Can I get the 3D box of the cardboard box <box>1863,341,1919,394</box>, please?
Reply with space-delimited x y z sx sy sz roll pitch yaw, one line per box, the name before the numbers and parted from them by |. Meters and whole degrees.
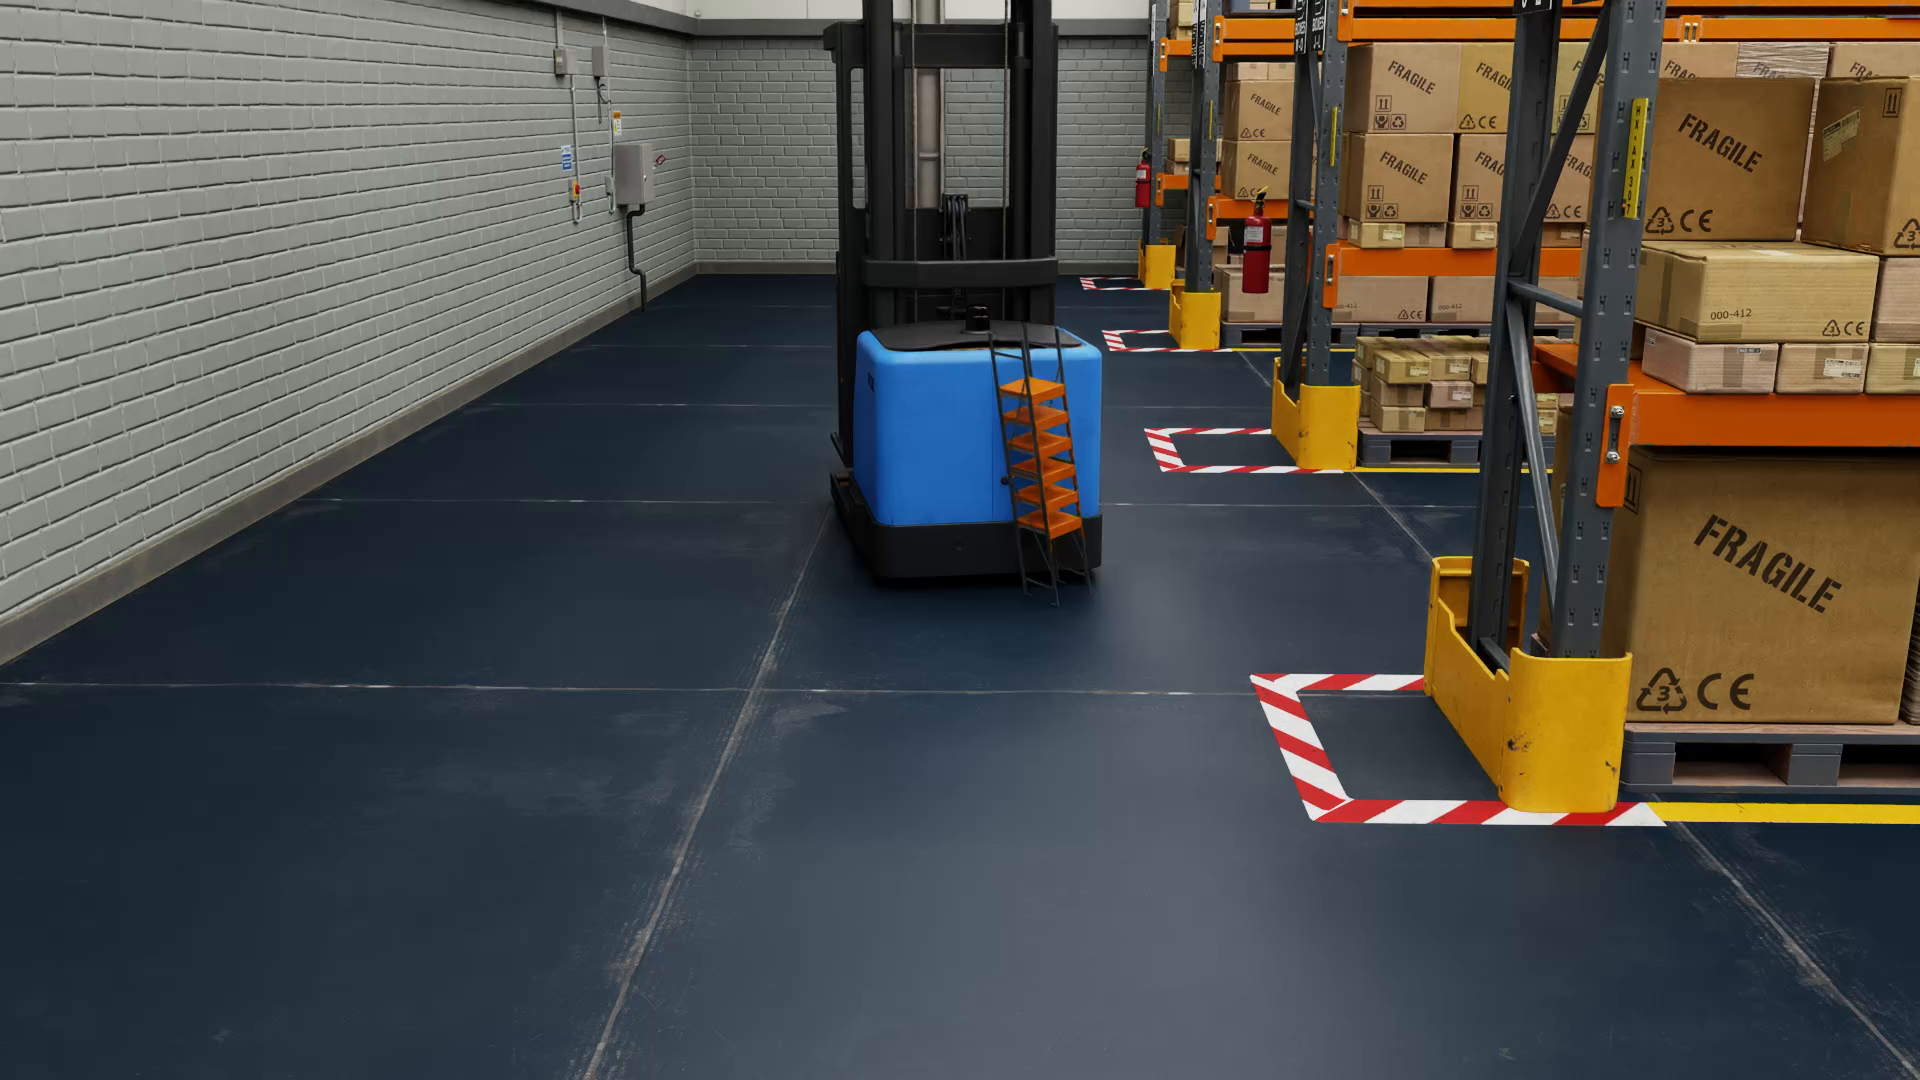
cardboard box | 2.772 -0.544 5.015 0.250 0.149 0.380 0 15 0

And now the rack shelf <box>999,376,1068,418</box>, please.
rack shelf | 0.303 -0.610 7.048 0.180 0.103 0.258 -21 24 -31

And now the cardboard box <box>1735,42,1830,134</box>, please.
cardboard box | 4.634 -2.612 9.621 0.500 0.500 0.500 1 15 3

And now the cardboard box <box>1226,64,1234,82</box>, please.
cardboard box | 2.530 -4.176 14.863 0.250 0.149 0.380 1 15 2

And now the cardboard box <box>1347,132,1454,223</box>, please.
cardboard box | 2.582 -2.138 9.785 0.500 0.500 0.500 1 15 4

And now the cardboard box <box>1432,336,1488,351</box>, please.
cardboard box | 3.188 -1.207 10.635 0.250 0.149 0.380 0 15 0

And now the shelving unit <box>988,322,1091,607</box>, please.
shelving unit | 0.347 -0.317 7.158 0.189 1.200 0.258 -21 24 -31

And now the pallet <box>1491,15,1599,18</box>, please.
pallet | 5.347 -4.672 14.461 1.213 0.211 1.003 0 15 1

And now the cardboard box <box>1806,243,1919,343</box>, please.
cardboard box | 2.906 -0.753 5.024 0.500 0.250 0.500 0 15 1

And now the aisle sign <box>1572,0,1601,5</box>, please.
aisle sign | 1.833 -1.936 4.702 0.004 0.787 0.394 0 15 1

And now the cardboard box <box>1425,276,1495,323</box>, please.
cardboard box | 4.645 -2.258 15.216 0.875 0.438 0.875 0 15 0

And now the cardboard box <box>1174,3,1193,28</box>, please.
cardboard box | 2.726 -5.997 19.022 0.500 0.250 0.500 0 15 1

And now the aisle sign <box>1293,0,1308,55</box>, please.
aisle sign | 2.075 -3.353 10.074 0.004 0.787 0.394 0 15 1

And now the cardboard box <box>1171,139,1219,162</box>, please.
cardboard box | 2.736 -4.548 19.408 0.500 0.250 0.500 0 15 2

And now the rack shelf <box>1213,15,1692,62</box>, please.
rack shelf | 4.165 -4.372 14.561 4.000 0.370 1.077 0 15 1

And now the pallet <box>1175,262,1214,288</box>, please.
pallet | 3.162 -3.194 20.034 1.213 0.211 1.003 0 15 1

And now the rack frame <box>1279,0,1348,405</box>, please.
rack frame | 2.141 -2.019 10.114 0.127 3.000 1.000 0 15 1

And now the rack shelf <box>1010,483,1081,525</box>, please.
rack shelf | 0.370 -0.165 7.216 0.180 0.103 0.258 -21 24 -31

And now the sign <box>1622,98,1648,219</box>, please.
sign | 1.893 -1.070 4.665 0.005 0.325 0.100 0 15 1

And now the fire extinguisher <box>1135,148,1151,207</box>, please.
fire extinguisher | 2.130 -4.214 19.313 0.183 0.674 0.296 0 15 1

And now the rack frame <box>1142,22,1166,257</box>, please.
rack frame | 2.289 -4.548 19.699 0.127 3.000 1.000 0 15 1

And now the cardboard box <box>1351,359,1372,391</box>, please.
cardboard box | 2.675 -1.057 10.649 0.250 0.149 0.380 0 15 0

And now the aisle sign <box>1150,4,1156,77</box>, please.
aisle sign | 2.213 -5.731 19.085 0.004 0.787 0.394 0 15 1

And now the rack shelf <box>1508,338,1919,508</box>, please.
rack shelf | 3.912 -0.394 5.364 4.000 0.370 1.077 0 15 1

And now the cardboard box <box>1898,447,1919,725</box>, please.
cardboard box | 3.464 0.059 5.578 0.875 0.875 0.875 0 15 1

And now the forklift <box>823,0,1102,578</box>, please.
forklift | -0.104 -1.576 8.566 1.130 2.935 3.031 -2 15 -9

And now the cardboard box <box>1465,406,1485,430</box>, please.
cardboard box | 3.168 -0.778 10.175 0.250 0.149 0.380 1 15 2

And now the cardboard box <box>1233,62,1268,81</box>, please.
cardboard box | 2.514 -4.055 14.402 0.250 0.149 0.380 1 15 3

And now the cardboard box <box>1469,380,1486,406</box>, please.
cardboard box | 3.177 -0.924 10.143 0.250 0.149 0.380 1 15 2

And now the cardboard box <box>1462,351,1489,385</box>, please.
cardboard box | 3.183 -1.036 9.986 0.250 0.149 0.380 0 15 1

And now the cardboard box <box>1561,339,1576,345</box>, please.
cardboard box | 3.976 -1.172 10.500 0.250 0.149 0.380 0 15 0

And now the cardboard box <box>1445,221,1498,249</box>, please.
cardboard box | 2.979 -1.806 9.796 0.250 0.149 0.380 0 15 0

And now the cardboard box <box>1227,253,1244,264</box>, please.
cardboard box | 3.322 -3.332 19.854 0.250 0.149 0.380 0 15 -1

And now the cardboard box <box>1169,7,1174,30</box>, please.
cardboard box | 2.741 -6.136 19.550 0.500 0.250 0.500 0 15 0

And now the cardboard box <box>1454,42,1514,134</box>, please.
cardboard box | 3.087 -2.623 9.662 0.500 0.500 0.500 1 15 3

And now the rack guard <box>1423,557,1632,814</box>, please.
rack guard | 1.889 0.453 5.641 0.348 0.500 1.175 0 15 1

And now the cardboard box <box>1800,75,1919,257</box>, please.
cardboard box | 2.886 -1.114 4.922 0.500 0.500 0.500 0 15 0

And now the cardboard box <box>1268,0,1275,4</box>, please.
cardboard box | 3.737 -6.237 18.950 0.500 0.250 0.500 0 15 1

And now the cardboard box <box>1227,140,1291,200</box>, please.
cardboard box | 2.638 -3.254 14.599 0.500 0.500 0.500 0 15 1

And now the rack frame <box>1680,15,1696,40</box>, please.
rack frame | 6.165 -3.256 14.802 0.127 3.000 1.000 0 15 1

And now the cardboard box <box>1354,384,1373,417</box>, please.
cardboard box | 2.672 -0.894 10.612 0.250 0.149 0.380 1 15 2

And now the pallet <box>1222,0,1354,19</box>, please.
pallet | 2.908 -4.688 14.521 1.213 0.211 1.003 0 15 1

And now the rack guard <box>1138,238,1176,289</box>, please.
rack guard | 2.365 -3.339 20.016 0.348 0.500 1.175 0 15 1

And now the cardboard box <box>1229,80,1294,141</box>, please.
cardboard box | 2.638 -3.738 14.473 0.500 0.500 0.500 0 15 0

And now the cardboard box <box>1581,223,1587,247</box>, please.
cardboard box | 3.758 -1.822 9.859 0.250 0.149 0.380 0 15 0

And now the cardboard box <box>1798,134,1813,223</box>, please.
cardboard box | 4.632 -2.124 9.731 0.500 0.500 0.500 0 15 1

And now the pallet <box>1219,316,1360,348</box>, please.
pallet | 2.967 -1.949 15.313 1.213 0.211 1.003 0 15 1
